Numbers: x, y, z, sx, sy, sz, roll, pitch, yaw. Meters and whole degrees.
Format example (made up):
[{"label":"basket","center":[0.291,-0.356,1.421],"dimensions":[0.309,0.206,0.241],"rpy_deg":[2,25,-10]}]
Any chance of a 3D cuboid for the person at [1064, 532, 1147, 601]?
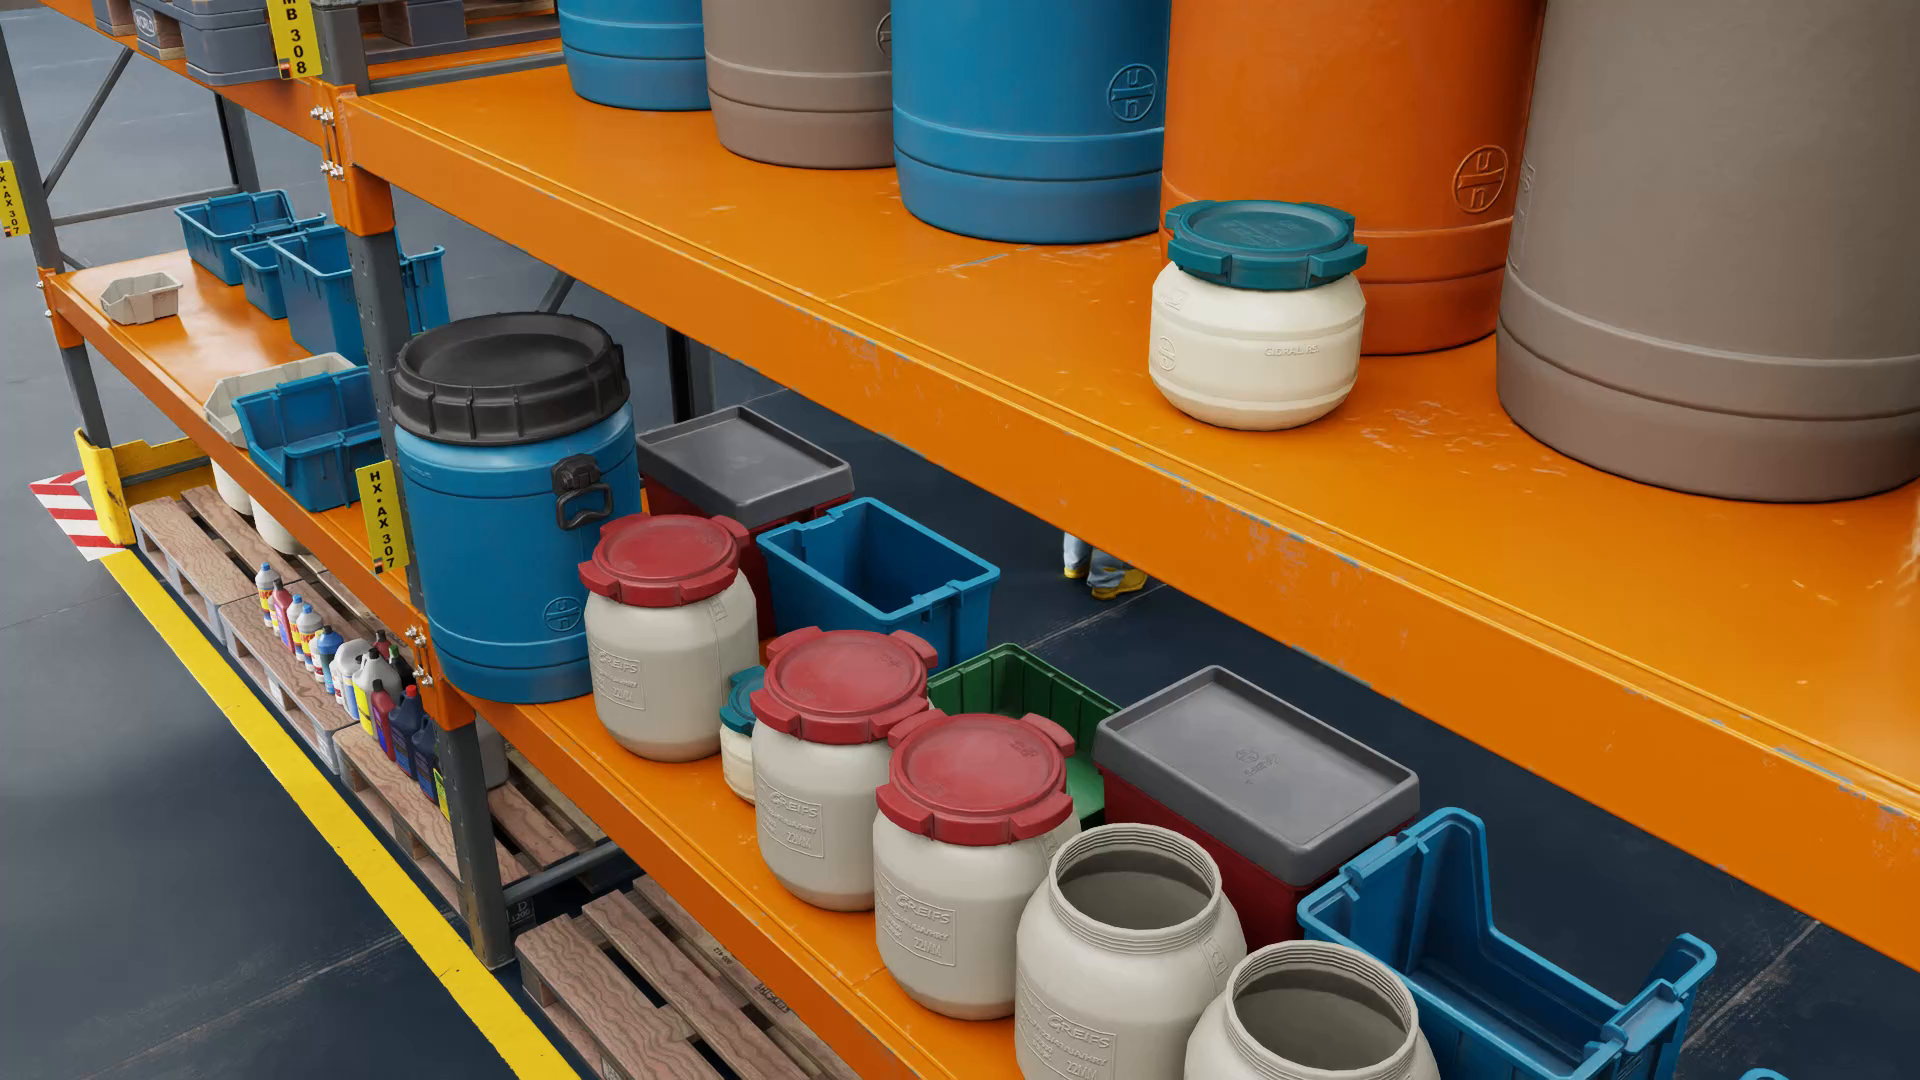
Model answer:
[{"label":"person","center":[0.672,-0.623,7.270],"dimensions":[0.559,1.763,0.505],"rpy_deg":[-22,35,-35]}]
